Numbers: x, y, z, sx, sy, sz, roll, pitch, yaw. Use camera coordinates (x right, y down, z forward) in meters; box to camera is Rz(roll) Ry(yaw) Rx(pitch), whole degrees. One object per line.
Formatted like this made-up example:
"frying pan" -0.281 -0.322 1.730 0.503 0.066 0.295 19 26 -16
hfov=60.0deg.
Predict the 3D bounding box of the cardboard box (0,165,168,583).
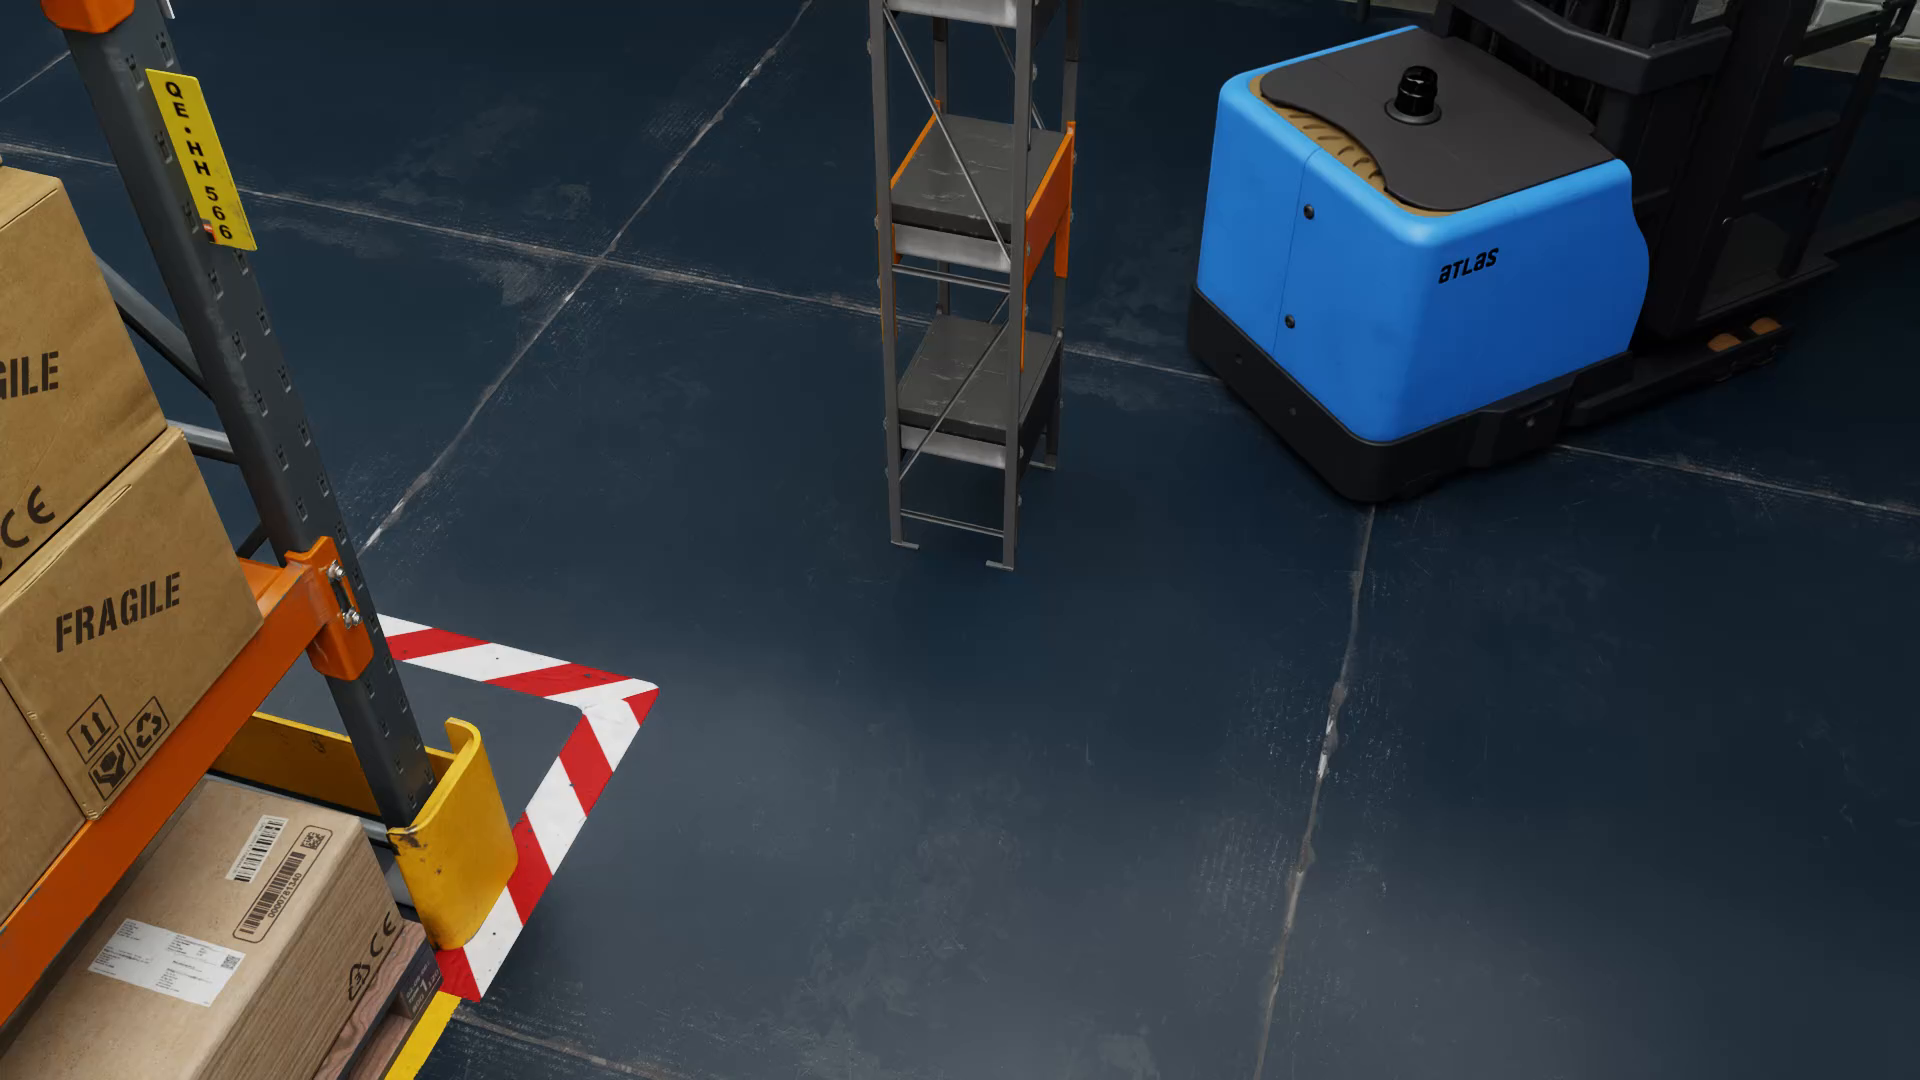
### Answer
"cardboard box" -1.683 -0.269 2.593 0.500 0.500 0.500 14 46 14

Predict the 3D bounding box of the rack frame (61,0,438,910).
"rack frame" -1.764 -0.247 3.358 1.000 3.000 0.127 13 46 13

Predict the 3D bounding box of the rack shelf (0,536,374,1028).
"rack shelf" -2.370 1.343 2.247 1.077 0.370 4.000 13 46 13

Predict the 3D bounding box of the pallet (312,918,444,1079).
"pallet" -1.932 1.299 3.772 1.003 0.211 1.213 13 46 13

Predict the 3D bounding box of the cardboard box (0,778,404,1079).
"cardboard box" -1.869 0.980 3.636 0.875 0.438 0.875 11 45 11

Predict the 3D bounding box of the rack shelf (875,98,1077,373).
"rack shelf" 0.050 -0.851 4.638 0.431 0.518 0.480 13 46 13

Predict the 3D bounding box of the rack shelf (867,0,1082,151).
"rack shelf" 0.050 -1.351 4.148 0.431 0.518 0.480 13 46 13

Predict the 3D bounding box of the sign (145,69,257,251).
"sign" -1.251 -0.622 2.743 0.100 0.325 0.005 13 46 13

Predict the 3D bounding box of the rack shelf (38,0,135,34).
"rack shelf" -2.370 0.271 1.198 1.077 0.370 4.000 13 46 13

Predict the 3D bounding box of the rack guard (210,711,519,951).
"rack guard" -1.757 0.630 4.249 1.175 0.500 0.348 13 46 13

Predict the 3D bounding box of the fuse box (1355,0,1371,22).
"fuse box" 1.879 -3.008 7.101 0.539 1.711 0.414 13 46 13

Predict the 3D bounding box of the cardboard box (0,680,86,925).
"cardboard box" -1.824 0.426 2.599 0.500 0.500 0.500 12 46 12

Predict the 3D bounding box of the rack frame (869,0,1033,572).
"rack frame" -0.024 -0.698 4.462 0.400 2.100 0.015 13 46 13

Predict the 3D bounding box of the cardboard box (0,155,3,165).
"cardboard box" -1.682 -0.591 2.459 0.380 0.149 0.250 13 46 13

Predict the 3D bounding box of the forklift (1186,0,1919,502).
"forklift" 2.342 -1.910 5.106 3.031 2.935 1.130 -20 48 -20

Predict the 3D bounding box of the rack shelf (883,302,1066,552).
"rack shelf" 0.050 -0.351 5.127 0.431 0.518 0.480 13 46 13

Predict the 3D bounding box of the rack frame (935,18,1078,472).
"rack frame" 0.124 -1.023 4.795 0.400 2.100 0.015 13 46 13

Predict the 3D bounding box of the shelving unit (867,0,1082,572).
"shelving unit" 0.050 -0.861 4.628 0.431 2.100 0.503 13 46 13

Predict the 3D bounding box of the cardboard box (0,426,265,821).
"cardboard box" -1.658 0.095 2.937 0.500 0.500 0.500 13 46 13

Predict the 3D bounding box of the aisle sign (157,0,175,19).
"aisle sign" -1.447 -1.159 2.431 0.394 0.787 0.004 13 46 13
